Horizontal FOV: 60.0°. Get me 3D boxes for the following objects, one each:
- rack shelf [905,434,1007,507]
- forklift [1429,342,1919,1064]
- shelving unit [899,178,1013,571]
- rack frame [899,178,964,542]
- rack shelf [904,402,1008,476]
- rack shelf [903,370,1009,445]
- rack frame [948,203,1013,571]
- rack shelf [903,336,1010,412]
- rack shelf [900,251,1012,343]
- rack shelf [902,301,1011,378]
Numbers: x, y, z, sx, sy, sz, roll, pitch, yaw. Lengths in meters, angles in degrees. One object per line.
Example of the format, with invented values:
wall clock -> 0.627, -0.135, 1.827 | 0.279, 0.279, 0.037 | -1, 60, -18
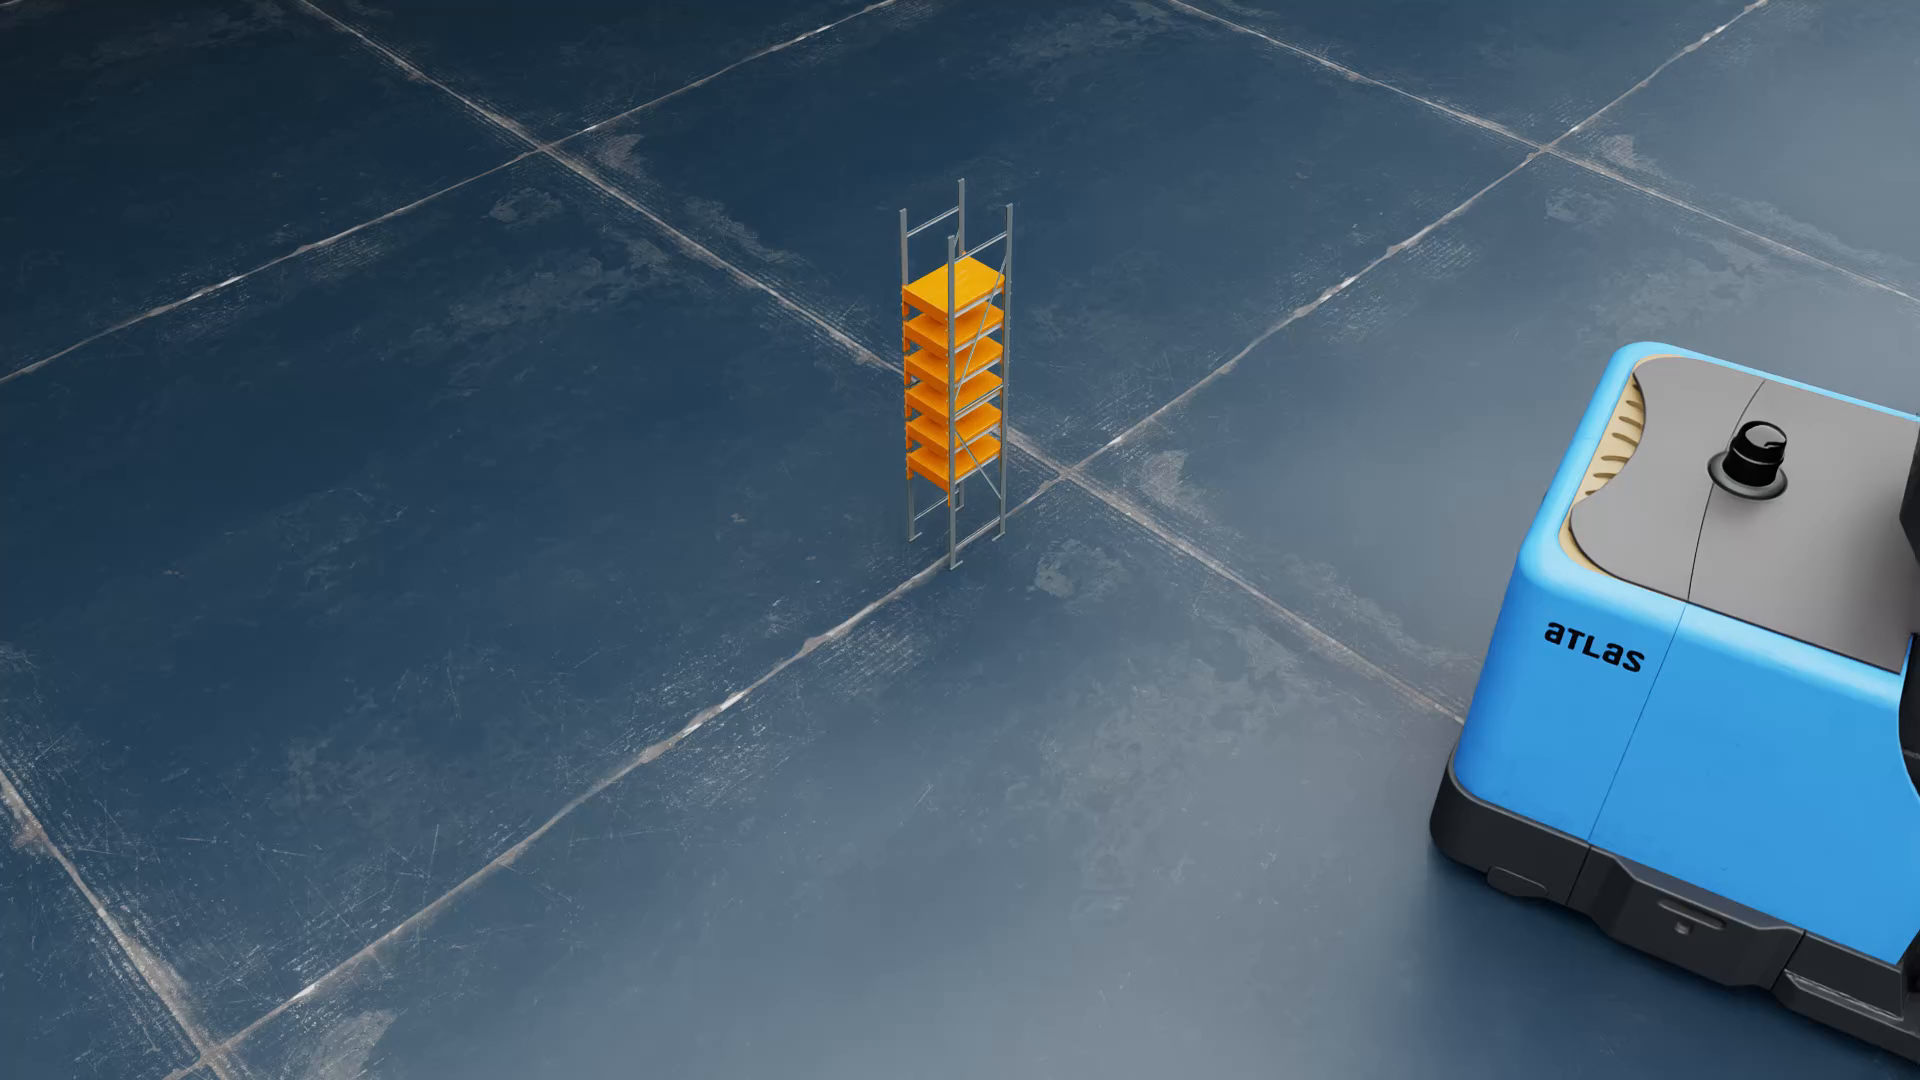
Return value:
rack shelf -> -0.010, -0.239, 5.043 | 0.258, 0.103, 0.180 | -34, 53, -31
forklift -> 2.758, -0.036, 3.129 | 3.031, 2.935, 1.130 | 21, 47, 21
shelving unit -> -0.010, -0.448, 4.850 | 0.258, 1.200, 0.189 | -34, 53, -31
rack frame -> -0.075, -0.492, 4.898 | 0.240, 1.200, 0.006 | -34, 53, -31
rack shelf -> -0.010, -0.327, 4.962 | 0.258, 0.103, 0.180 | -34, 53, -31
rack shelf -> -0.010, -0.415, 4.880 | 0.258, 0.103, 0.180 | -34, 53, -31
rack frame -> 0.054, -0.404, 4.803 | 0.240, 1.200, 0.006 | -34, 53, -31
rack shelf -> -0.010, -0.503, 4.799 | 0.258, 0.103, 0.180 | -34, 53, -31
rack shelf -> -0.010, -0.679, 4.636 | 0.258, 0.103, 0.180 | -34, 53, -31
rack shelf -> -0.010, -0.591, 4.718 | 0.258, 0.103, 0.180 | -34, 53, -31
